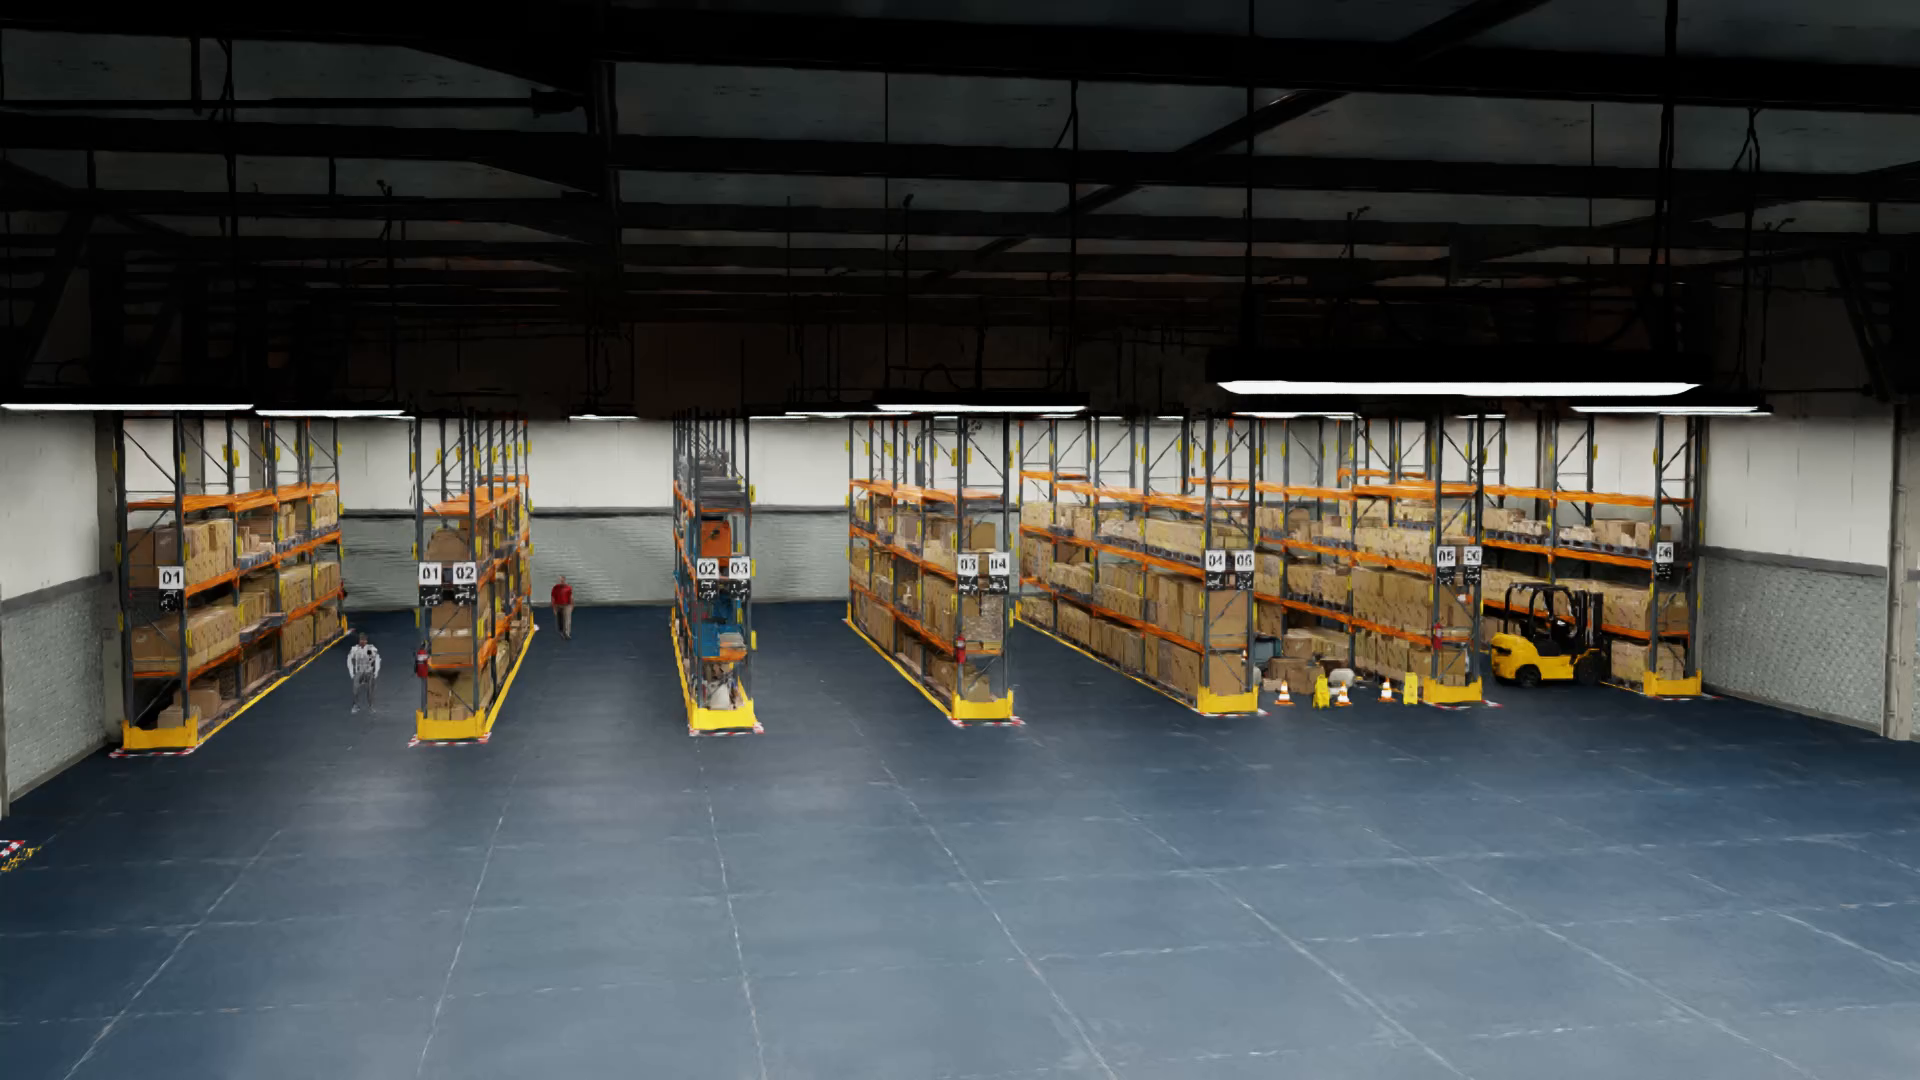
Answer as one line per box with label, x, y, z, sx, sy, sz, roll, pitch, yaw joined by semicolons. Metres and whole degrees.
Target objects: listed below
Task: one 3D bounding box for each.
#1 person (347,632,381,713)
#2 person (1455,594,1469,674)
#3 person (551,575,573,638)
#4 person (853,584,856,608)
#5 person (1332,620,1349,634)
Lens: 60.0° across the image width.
person;-11.698;2.595;32.634;0.639;1.632;0.506;-1;4;-14
person;11.343;2.125;37.836;0.489;1.787;0.602;1;4;18
person;-10.540;1.734;44.038;0.542;1.605;1.126;-1;4;-9
person;-2.985;1.424;48.802;0.588;1.664;0.613;-3;5;-36
person;10.354;1.628;45.010;0.581;1.763;0.671;1;4;15
